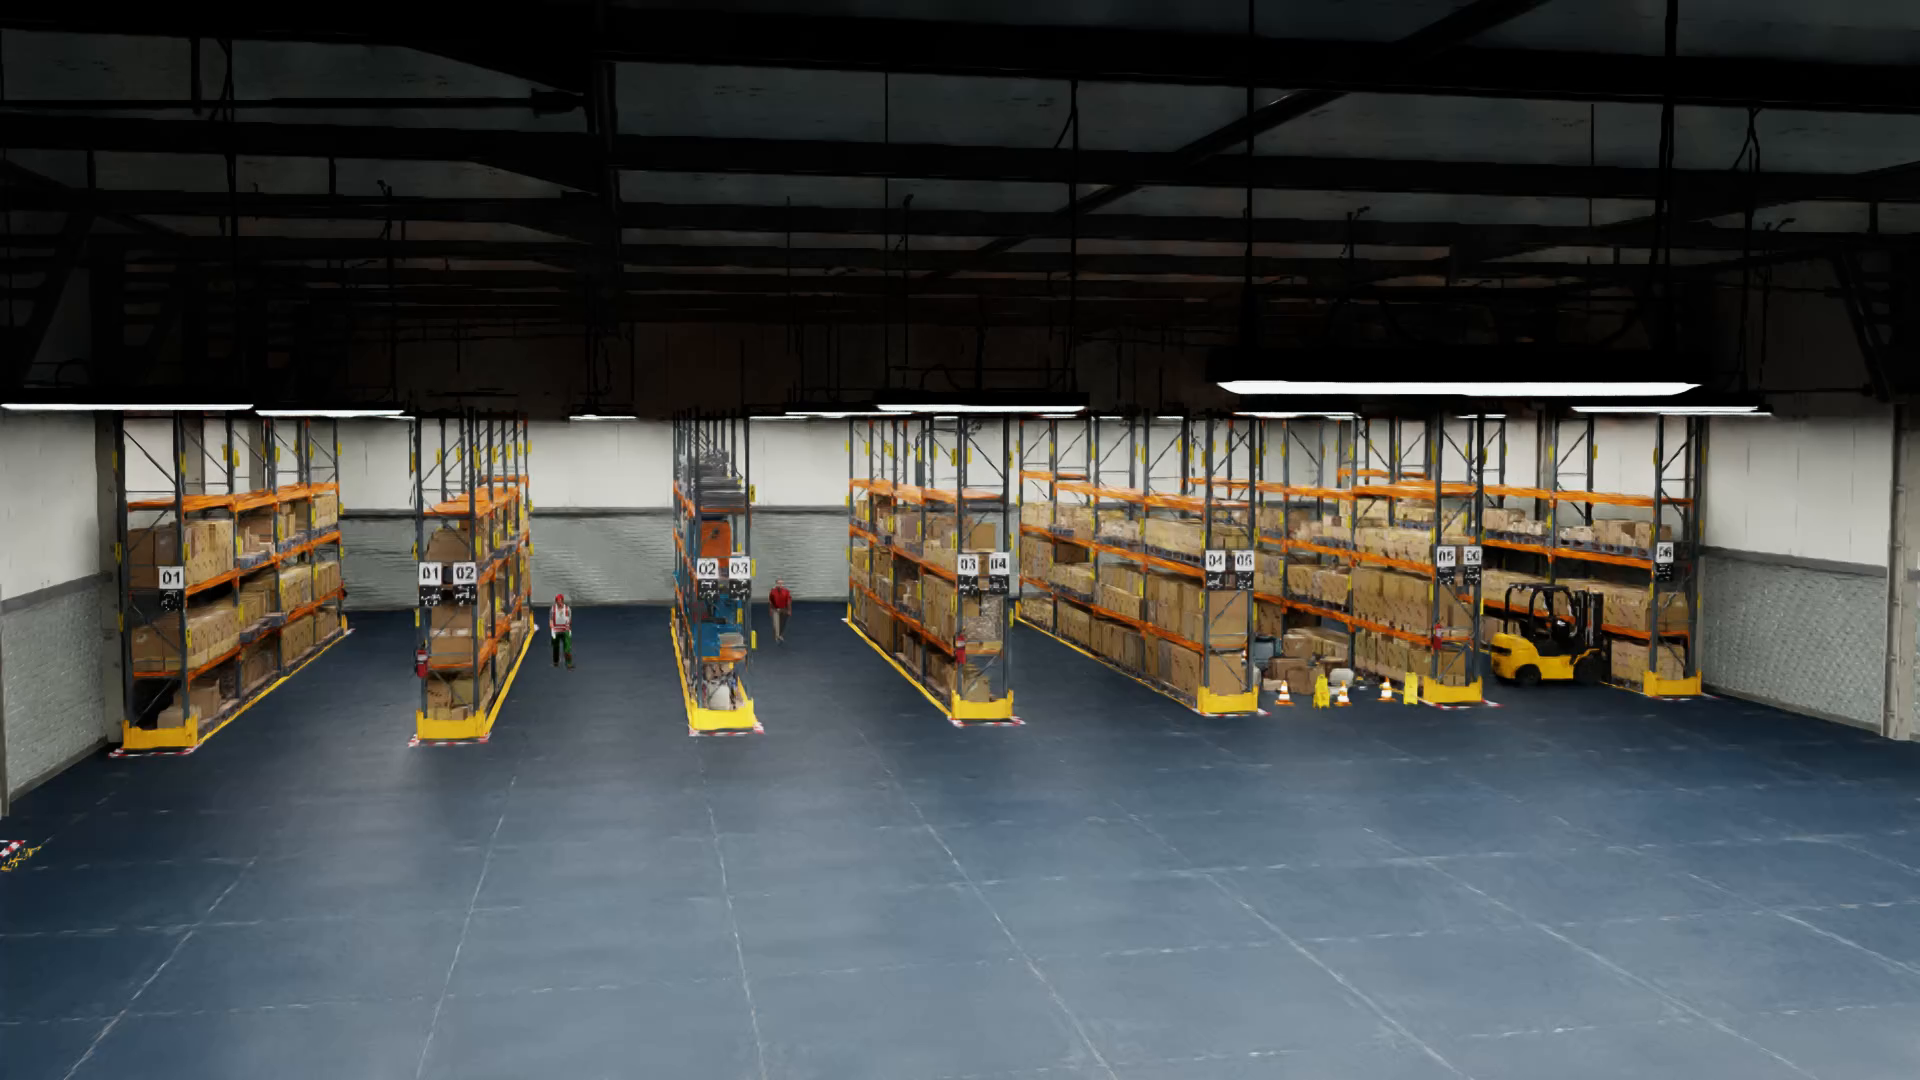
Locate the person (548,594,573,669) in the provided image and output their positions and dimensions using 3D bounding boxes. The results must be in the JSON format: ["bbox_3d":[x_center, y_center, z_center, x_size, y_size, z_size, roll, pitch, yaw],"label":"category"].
[{"bbox_3d":[-9.264,2.107,38.543,0.528,1.727,1.030,-1,4,-19],"label":"person"}]

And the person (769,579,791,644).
[{"bbox_3d":[-4.638,1.833,42.944,0.556,1.666,1.040,-1,4,-12],"label":"person"}]
